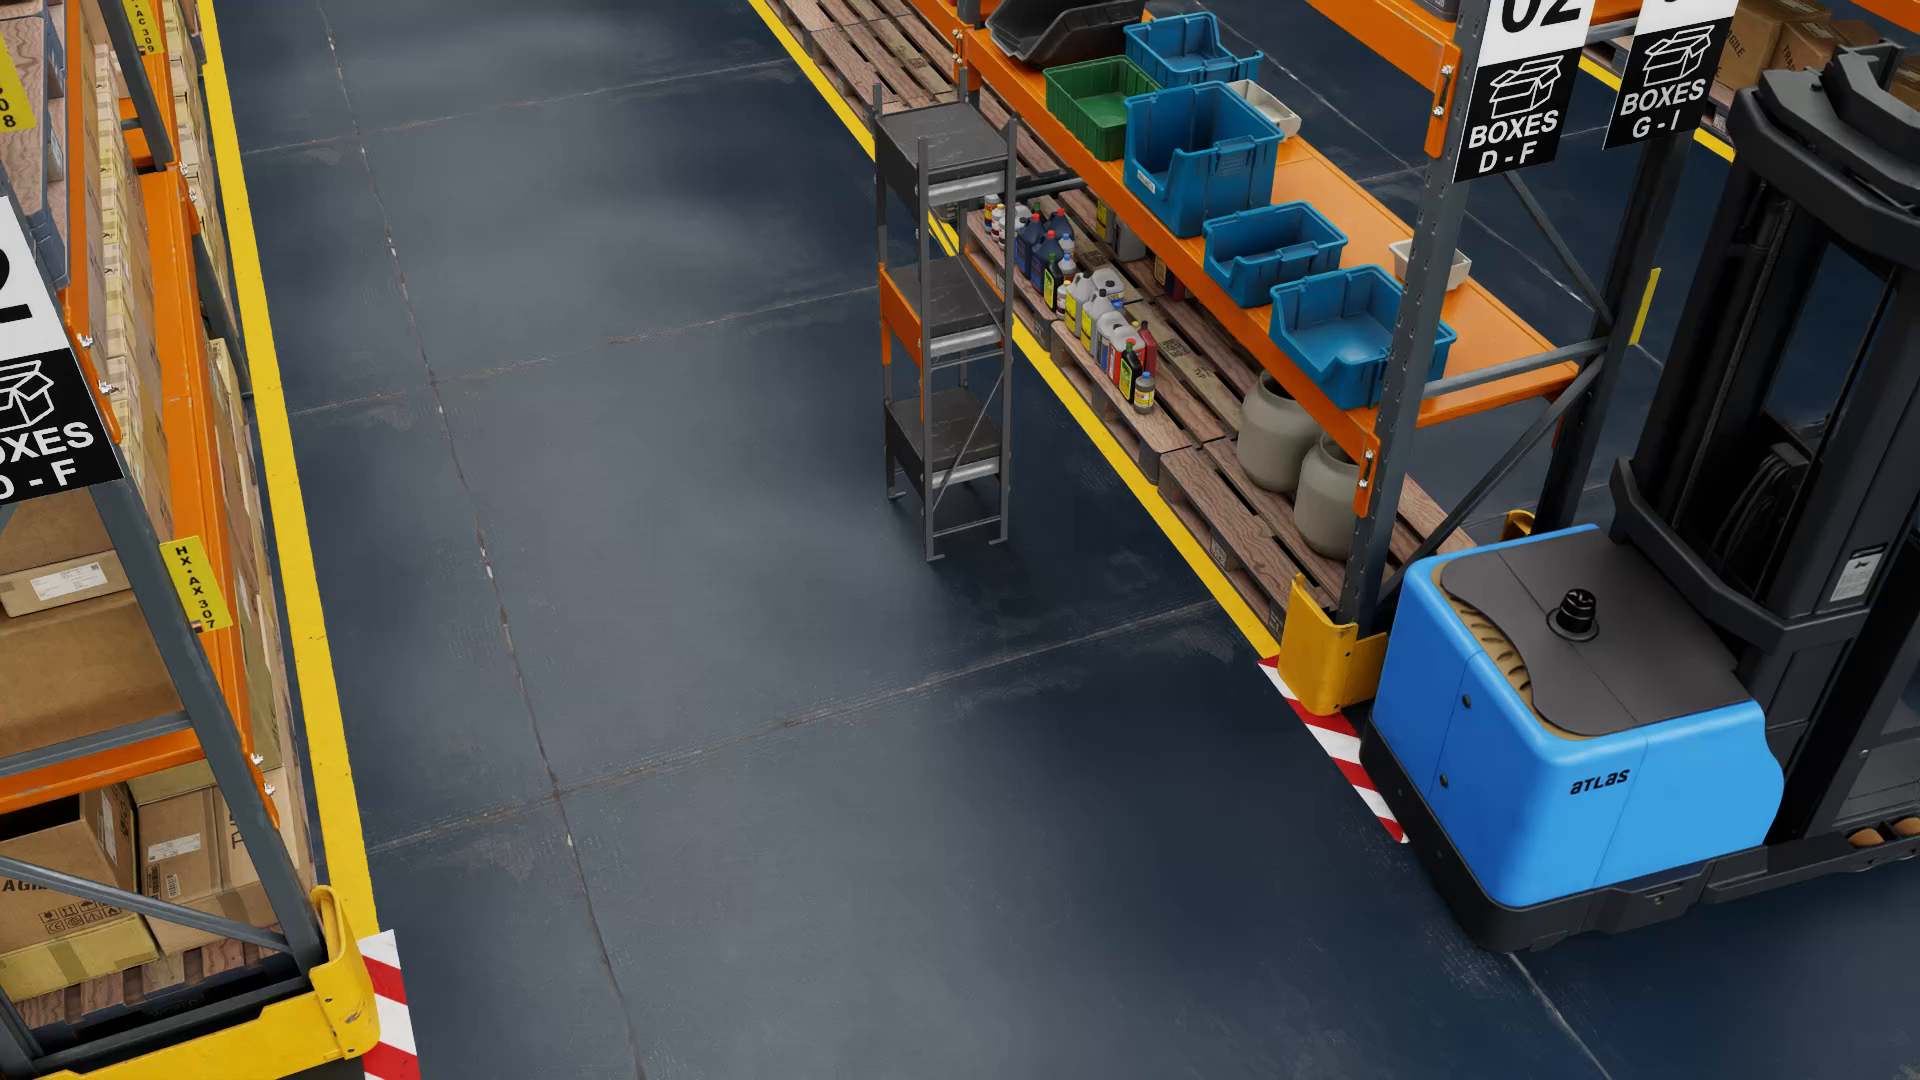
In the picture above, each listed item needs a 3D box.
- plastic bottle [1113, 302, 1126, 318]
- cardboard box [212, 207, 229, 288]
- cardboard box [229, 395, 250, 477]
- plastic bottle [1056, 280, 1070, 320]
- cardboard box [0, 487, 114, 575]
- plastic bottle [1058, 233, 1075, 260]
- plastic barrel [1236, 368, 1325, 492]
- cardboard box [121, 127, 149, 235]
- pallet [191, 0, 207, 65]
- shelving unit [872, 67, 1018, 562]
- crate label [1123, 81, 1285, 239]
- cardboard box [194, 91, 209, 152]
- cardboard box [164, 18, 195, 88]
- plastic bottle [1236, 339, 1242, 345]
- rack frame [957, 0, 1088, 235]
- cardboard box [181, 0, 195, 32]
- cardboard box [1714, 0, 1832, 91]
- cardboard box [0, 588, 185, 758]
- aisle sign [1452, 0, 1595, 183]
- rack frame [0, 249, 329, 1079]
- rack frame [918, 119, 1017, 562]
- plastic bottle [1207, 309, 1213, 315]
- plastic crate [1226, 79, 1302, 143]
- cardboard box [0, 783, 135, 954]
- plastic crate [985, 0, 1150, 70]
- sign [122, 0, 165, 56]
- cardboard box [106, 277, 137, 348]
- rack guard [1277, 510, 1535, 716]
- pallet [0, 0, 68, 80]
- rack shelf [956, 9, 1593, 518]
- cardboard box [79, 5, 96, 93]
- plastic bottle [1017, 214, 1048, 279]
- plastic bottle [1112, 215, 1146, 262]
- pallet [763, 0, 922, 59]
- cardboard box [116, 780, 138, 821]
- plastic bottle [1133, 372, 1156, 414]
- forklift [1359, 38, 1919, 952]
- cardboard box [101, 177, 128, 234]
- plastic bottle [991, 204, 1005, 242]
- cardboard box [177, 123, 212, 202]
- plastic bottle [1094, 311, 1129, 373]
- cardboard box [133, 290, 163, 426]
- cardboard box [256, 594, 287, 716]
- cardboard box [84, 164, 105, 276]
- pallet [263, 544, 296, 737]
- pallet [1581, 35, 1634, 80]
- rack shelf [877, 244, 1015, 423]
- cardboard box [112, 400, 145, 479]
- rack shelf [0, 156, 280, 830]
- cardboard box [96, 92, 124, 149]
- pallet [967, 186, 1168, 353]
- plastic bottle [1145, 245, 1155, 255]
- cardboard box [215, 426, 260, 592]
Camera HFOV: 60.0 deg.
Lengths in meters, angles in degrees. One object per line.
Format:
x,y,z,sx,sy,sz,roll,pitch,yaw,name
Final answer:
0.794,-1.117,8.475,0.097,0.201,0.097,0,41,0,plastic bottle
-4.230,-1.522,8.925,0.500,0.250,0.500,-14,43,-16,cardboard box
-3.549,-0.381,7.597,0.500,0.250,0.500,-15,43,-17,cardboard box
0.552,-1.252,8.632,0.097,0.201,0.097,0,41,0,plastic bottle
-2.767,-0.229,4.562,0.700,0.500,0.500,-15,43,-17,cardboard box
0.560,-1.511,8.880,0.097,0.271,0.097,0,41,0,plastic bottle
1.484,-0.512,7.549,0.421,0.512,0.421,0,41,0,plastic barrel
-3.935,-1.565,7.111,0.700,0.500,0.500,-16,43,-18,cardboard box
-5.891,-3.604,11.698,1.003,0.211,1.213,-15,43,-17,pallet
-0.063,-0.896,7.100,0.431,2.100,0.503,-15,43,-17,shelving unit
1.044,-1.671,7.284,0.502,0.435,0.616,-15,43,-17,crate label
-4.824,-2.449,10.003,0.500,0.250,0.500,-14,43,-16,cardboard box
-5.008,-2.966,10.173,0.500,0.311,0.500,-16,43,-18,cardboard box
1.461,-1.125,8.431,0.097,0.271,0.097,0,41,0,plastic bottle
0.468,-3.026,8.887,1.000,3.000,0.127,-15,43,-17,rack frame
-5.551,-3.766,11.328,0.500,0.500,0.500,-13,42,-15,cardboard box
5.160,-3.222,10.710,0.500,0.500,0.500,-16,43,-18,cardboard box
-2.747,0.295,4.948,0.700,0.500,0.500,-15,43,-17,cardboard box
1.751,-1.484,5.100,0.394,0.787,0.004,-15,43,-17,aisle sign
-2.580,0.617,4.650,1.000,3.000,0.127,-15,43,-17,rack frame
0.030,-0.749,6.929,0.400,2.100,0.015,-15,43,-17,rack frame
1.345,-1.307,8.643,0.097,0.271,0.097,0,41,0,plastic bottle
1.323,-2.011,7.909,0.530,0.136,0.437,-15,43,-17,plastic crate
-3.060,0.967,5.455,0.500,0.500,0.500,-15,43,-17,cardboard box
0.550,-2.655,8.503,0.767,0.338,0.504,-15,43,-17,plastic crate
-3.598,-2.290,7.306,0.100,0.325,0.005,-15,43,-17,sign
-3.026,-0.732,5.645,0.380,0.149,0.250,-16,43,-17,cardboard box
1.926,0.297,6.939,1.175,0.500,0.348,-15,43,-17,rack guard
-3.297,-1.655,5.060,1.003,0.211,1.213,-15,43,-17,pallet
1.233,-1.548,7.720,1.077,0.370,4.000,-15,43,-17,rack shelf
-3.935,-2.056,6.688,0.700,0.500,0.500,-15,43,-17,cardboard box
0.393,-1.598,8.921,0.144,0.351,0.185,-14,43,-16,plastic bottle
0.926,-1.676,9.069,0.152,0.276,0.135,-15,43,-17,plastic bottle
-0.802,-3.902,12.044,1.003,0.211,1.213,-15,43,-17,pallet
-3.260,0.953,6.047,0.500,0.250,0.500,-15,43,-17,cardboard box
0.890,-0.719,8.013,0.097,0.201,0.097,0,41,0,plastic bottle
3.148,-0.193,5.645,3.031,2.935,1.130,-11,42,-12,forklift
-3.324,-1.201,6.190,0.380,0.149,0.250,-14,43,-16,cardboard box
0.223,-1.769,9.234,0.097,0.201,0.097,0,41,0,plastic bottle
-4.424,-2.047,9.105,0.500,0.311,0.500,-16,43,-18,cardboard box
0.766,-0.990,8.270,0.152,0.276,0.135,-16,43,-18,plastic bottle
-3.341,-0.637,6.032,0.700,0.500,0.500,-14,43,-16,cardboard box
-2.965,0.520,6.550,0.500,0.250,0.500,-15,43,-17,cardboard box
-3.358,-1.149,5.633,0.700,0.500,0.500,-15,43,-17,cardboard box
-3.374,0.490,6.936,1.003,0.211,1.213,-15,43,-17,pallet
4.744,-3.673,11.778,1.003,0.211,1.213,-15,43,-17,pallet
-0.063,-0.885,7.109,0.431,0.518,0.480,-15,43,-17,rack shelf
-2.729,-0.266,5.103,0.380,0.149,0.250,-15,43,-17,cardboard box
-3.345,-0.315,6.286,1.077,0.370,4.000,-15,43,-17,rack shelf
-3.613,-1.659,6.723,0.380,0.149,0.250,-16,43,-18,cardboard box
0.686,-1.554,9.313,1.003,0.211,1.213,-15,43,-17,pallet
1.054,-1.757,9.105,0.144,0.351,0.185,-17,44,-19,plastic bottle
-3.151,-0.067,6.657,0.500,0.500,0.500,-15,43,-17,cardboard box
